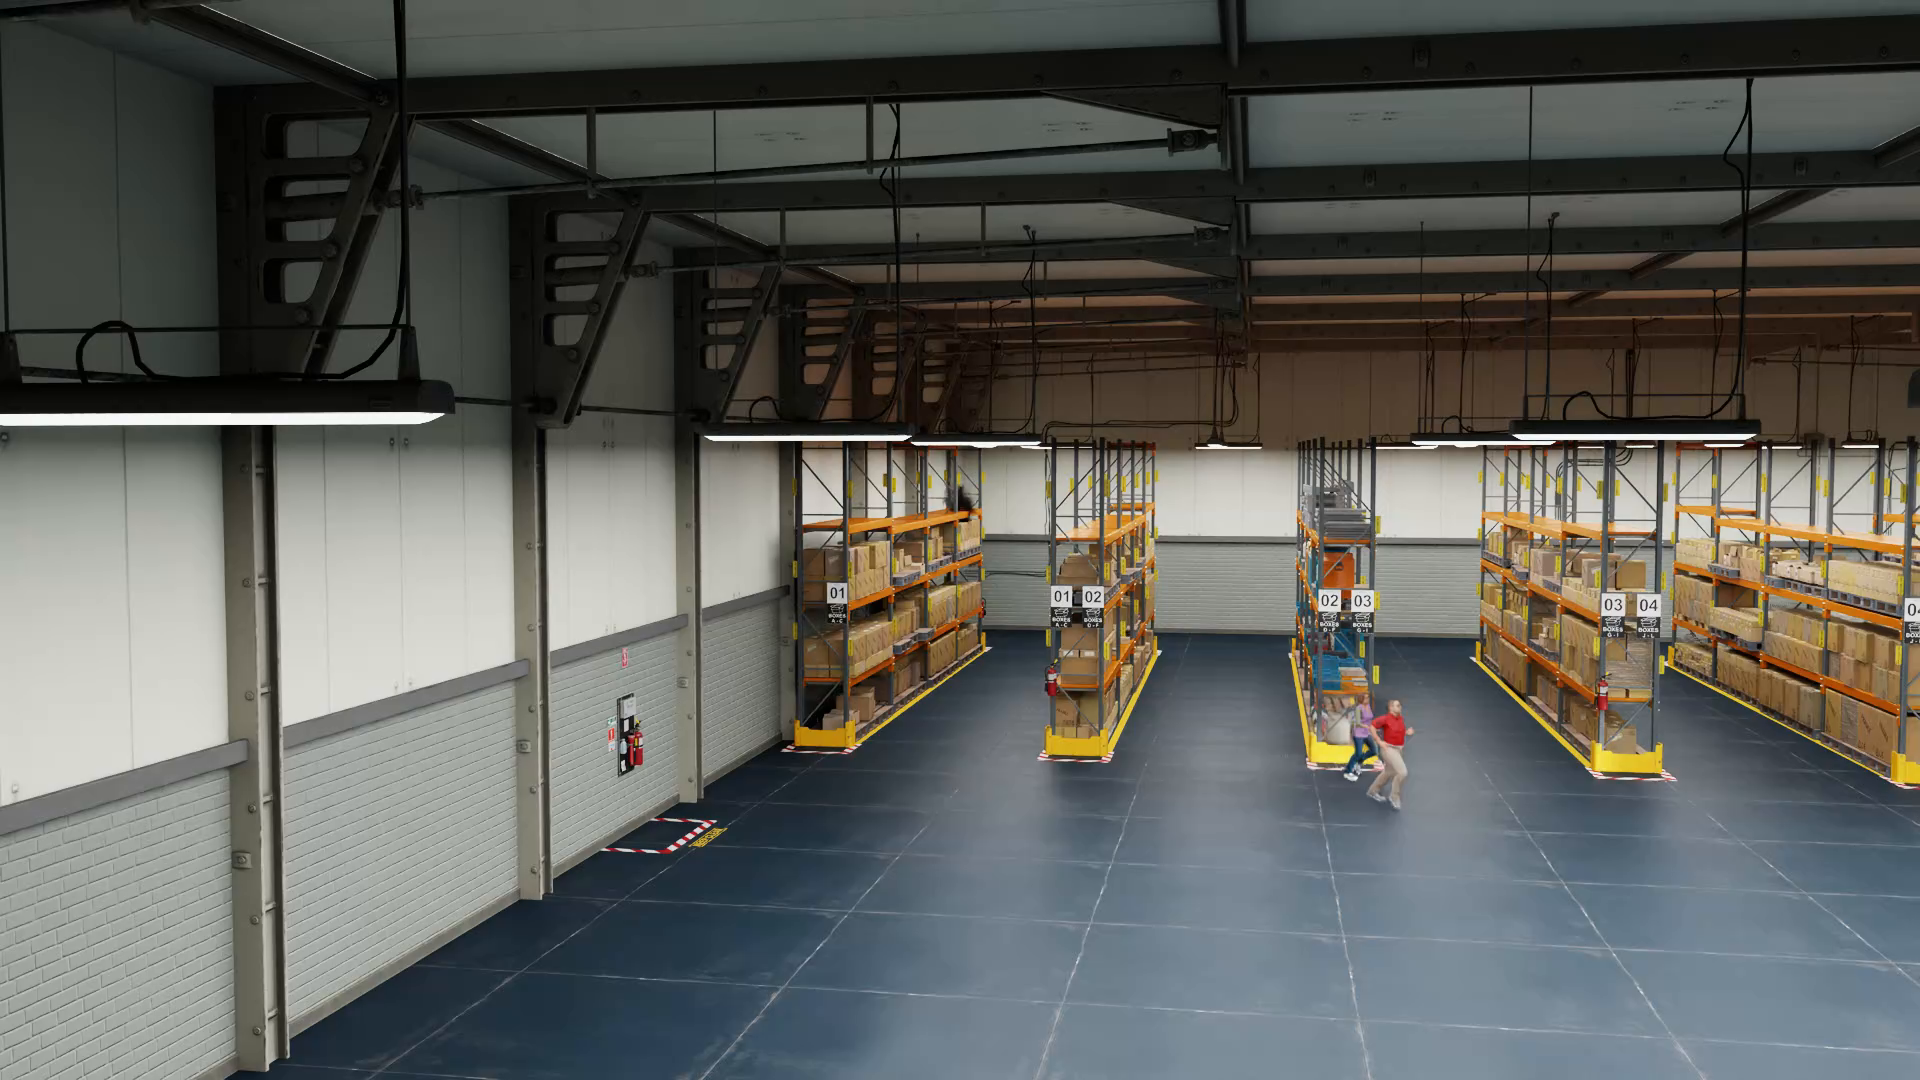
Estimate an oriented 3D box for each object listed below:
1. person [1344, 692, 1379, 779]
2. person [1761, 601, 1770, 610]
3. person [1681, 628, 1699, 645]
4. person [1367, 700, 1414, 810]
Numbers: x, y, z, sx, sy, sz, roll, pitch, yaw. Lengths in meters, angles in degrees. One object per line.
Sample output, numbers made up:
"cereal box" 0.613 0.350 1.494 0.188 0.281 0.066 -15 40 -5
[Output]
"person" 7.031 3.407 28.938 0.568 1.554 0.701 -3 4 -42
"person" 21.805 2.490 45.265 0.658 1.682 0.580 0 3 3
"person" 20.120 2.447 45.727 0.854 1.746 0.730 2 3 29
"person" 6.954 3.467 26.897 0.797 1.792 0.642 2 4 39
